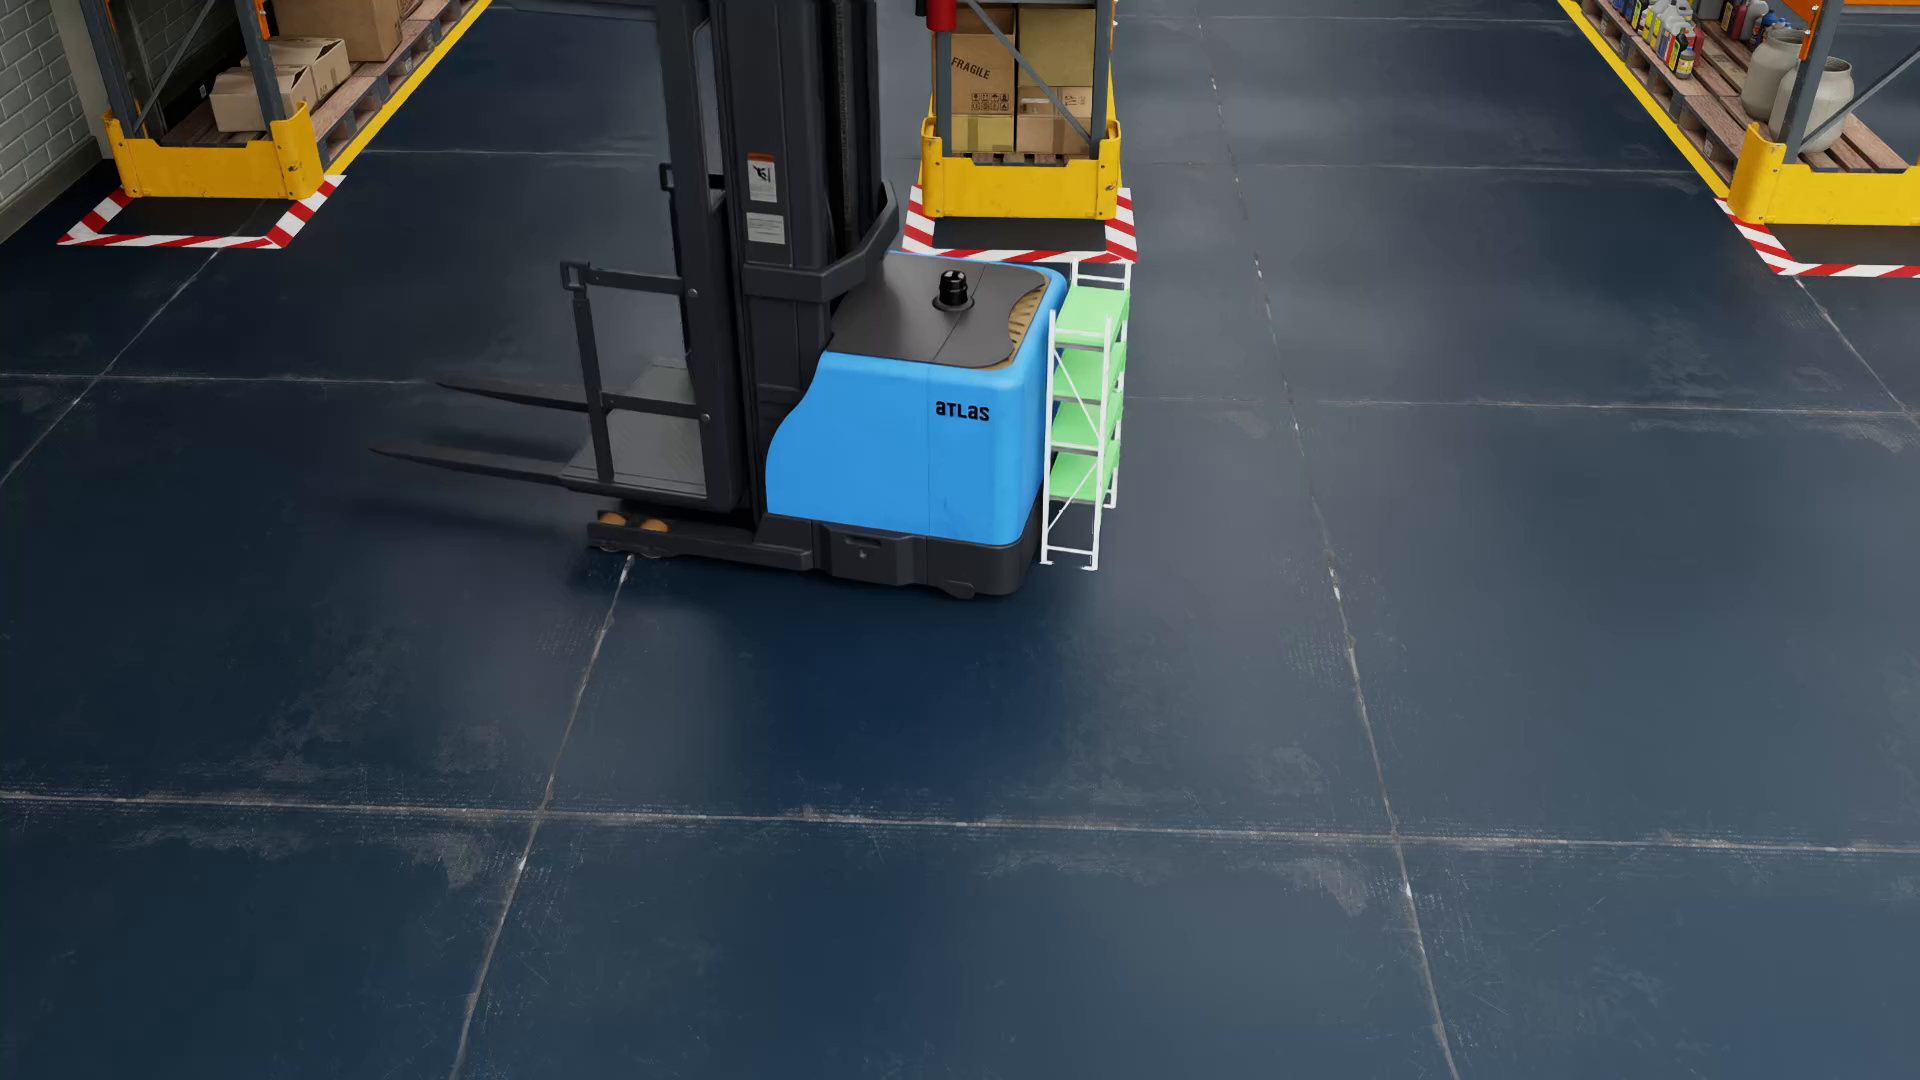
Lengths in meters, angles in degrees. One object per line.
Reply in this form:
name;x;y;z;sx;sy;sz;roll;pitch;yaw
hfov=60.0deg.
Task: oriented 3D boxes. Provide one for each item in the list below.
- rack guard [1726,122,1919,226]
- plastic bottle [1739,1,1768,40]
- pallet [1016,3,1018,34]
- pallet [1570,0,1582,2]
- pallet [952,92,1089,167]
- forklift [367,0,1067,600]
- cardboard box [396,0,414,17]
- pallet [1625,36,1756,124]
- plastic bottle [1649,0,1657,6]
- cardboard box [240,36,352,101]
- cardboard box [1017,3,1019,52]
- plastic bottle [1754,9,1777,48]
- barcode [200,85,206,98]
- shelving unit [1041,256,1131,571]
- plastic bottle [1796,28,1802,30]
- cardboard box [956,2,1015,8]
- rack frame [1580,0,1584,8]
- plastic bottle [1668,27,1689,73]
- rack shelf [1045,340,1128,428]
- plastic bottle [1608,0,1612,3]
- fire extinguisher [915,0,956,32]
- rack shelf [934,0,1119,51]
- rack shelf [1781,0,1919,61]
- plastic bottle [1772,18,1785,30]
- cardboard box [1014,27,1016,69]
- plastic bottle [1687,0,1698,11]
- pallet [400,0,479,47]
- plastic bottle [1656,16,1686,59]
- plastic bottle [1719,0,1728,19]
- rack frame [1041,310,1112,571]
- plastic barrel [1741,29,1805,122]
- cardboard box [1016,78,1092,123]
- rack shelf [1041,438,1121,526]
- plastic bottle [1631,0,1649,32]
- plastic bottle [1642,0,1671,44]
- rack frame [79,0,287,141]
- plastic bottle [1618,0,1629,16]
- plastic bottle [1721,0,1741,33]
rack guard;5.268;-2.180;9.916;1.175;0.500;0.348;1;35;2
plastic bottle;5.703;-3.756;11.971;0.152;0.276;0.135;2;35;3
pallet;0.449;-3.975;12.723;1.003;0.211;1.213;1;35;2
pallet;5.465;-4.767;13.849;1.003;0.211;1.213;1;35;2
pallet;0.351;-2.574;10.728;1.003;0.211;1.213;1;35;2
forklift;-1.109;-1.404;6.699;3.031;2.935;1.130;8;36;12
cardboard box;-4.429;-4.245;12.472;0.500;0.500;0.500;-1;35;-2
pallet;5.357;-3.227;11.658;1.003;0.211;1.213;1;35;2
plastic bottle;5.049;-3.871;12.140;0.097;0.271;0.097;0;35;0
cardboard box;-4.447;-3.189;11.135;0.500;0.311;0.500;4;35;6
cardboard box;0.632;-3.506;11.003;0.500;0.500;0.500;1;35;2
plastic bottle;5.722;-3.627;11.792;0.097;0.271;0.097;0;35;0
barcode;-4.869;-2.885;10.694;0.001;0.075;0.075;1;35;2
shelving unit;0.522;-0.515;6.940;0.258;1.200;0.503;8;36;11
plastic bottle;5.723;-3.390;11.445;0.061;0.283;0.133;2;35;3
cardboard box;0.112;-3.518;11.020;0.500;0.500;0.500;1;35;2
rack frame;5.472;-5.456;12.404;1.000;3.000;0.127;1;35;2
plastic bottle;4.934;-3.359;11.401;0.061;0.283;0.133;2;35;3
rack shelf;0.522;-0.659;6.838;0.258;0.148;0.480;8;36;11
plastic bottle;5.013;-4.201;12.670;0.097;0.201;0.097;0;35;0
fire extinguisher;-0.107;-3.185;9.241;0.296;0.674;0.183;1;35;2
rack shelf;0.443;-4.129;11.142;1.077;0.370;4.000;1;35;2
rack shelf;5.392;-4.012;10.976;1.077;0.370;4.000;1;35;2
plastic bottle;5.714;-3.510;11.626;0.097;0.271;0.097;0;35;0
cardboard box;0.137;-3.498;11.645;0.500;0.250;0.500;1;35;2
plastic bottle;5.590;-4.179;12.508;0.144;0.351;0.185;1;35;2
pallet;-4.419;-4.157;12.981;1.003;0.211;1.213;1;35;2
plastic bottle;4.990;-3.512;11.625;0.152;0.276;0.135;0;35;1
plastic bottle;5.727;-4.065;12.346;0.144;0.351;0.185;0;35;0
rack frame;0.465;-0.379;6.746;0.240;1.200;0.015;8;36;11
plastic barrel;5.282;-2.979;10.679;0.421;0.512;0.421;0;35;0
cardboard box;0.623;-2.911;10.810;0.500;0.250;0.500;1;35;2
rack shelf;0.522;-0.267;7.114;0.258;0.148;0.480;8;36;11
plastic bottle;4.969;-3.868;12.124;0.061;0.283;0.133;3;35;4
plastic bottle;5.000;-3.745;11.891;0.144;0.351;0.185;1;35;2
rack frame;-4.588;-3.386;9.460;1.000;3.000;0.127;1;35;2
plastic bottle;5.025;-4.098;12.393;0.144;0.351;0.185;2;35;3
plastic bottle;5.610;-3.839;12.084;0.061;0.283;0.133;1;35;2
